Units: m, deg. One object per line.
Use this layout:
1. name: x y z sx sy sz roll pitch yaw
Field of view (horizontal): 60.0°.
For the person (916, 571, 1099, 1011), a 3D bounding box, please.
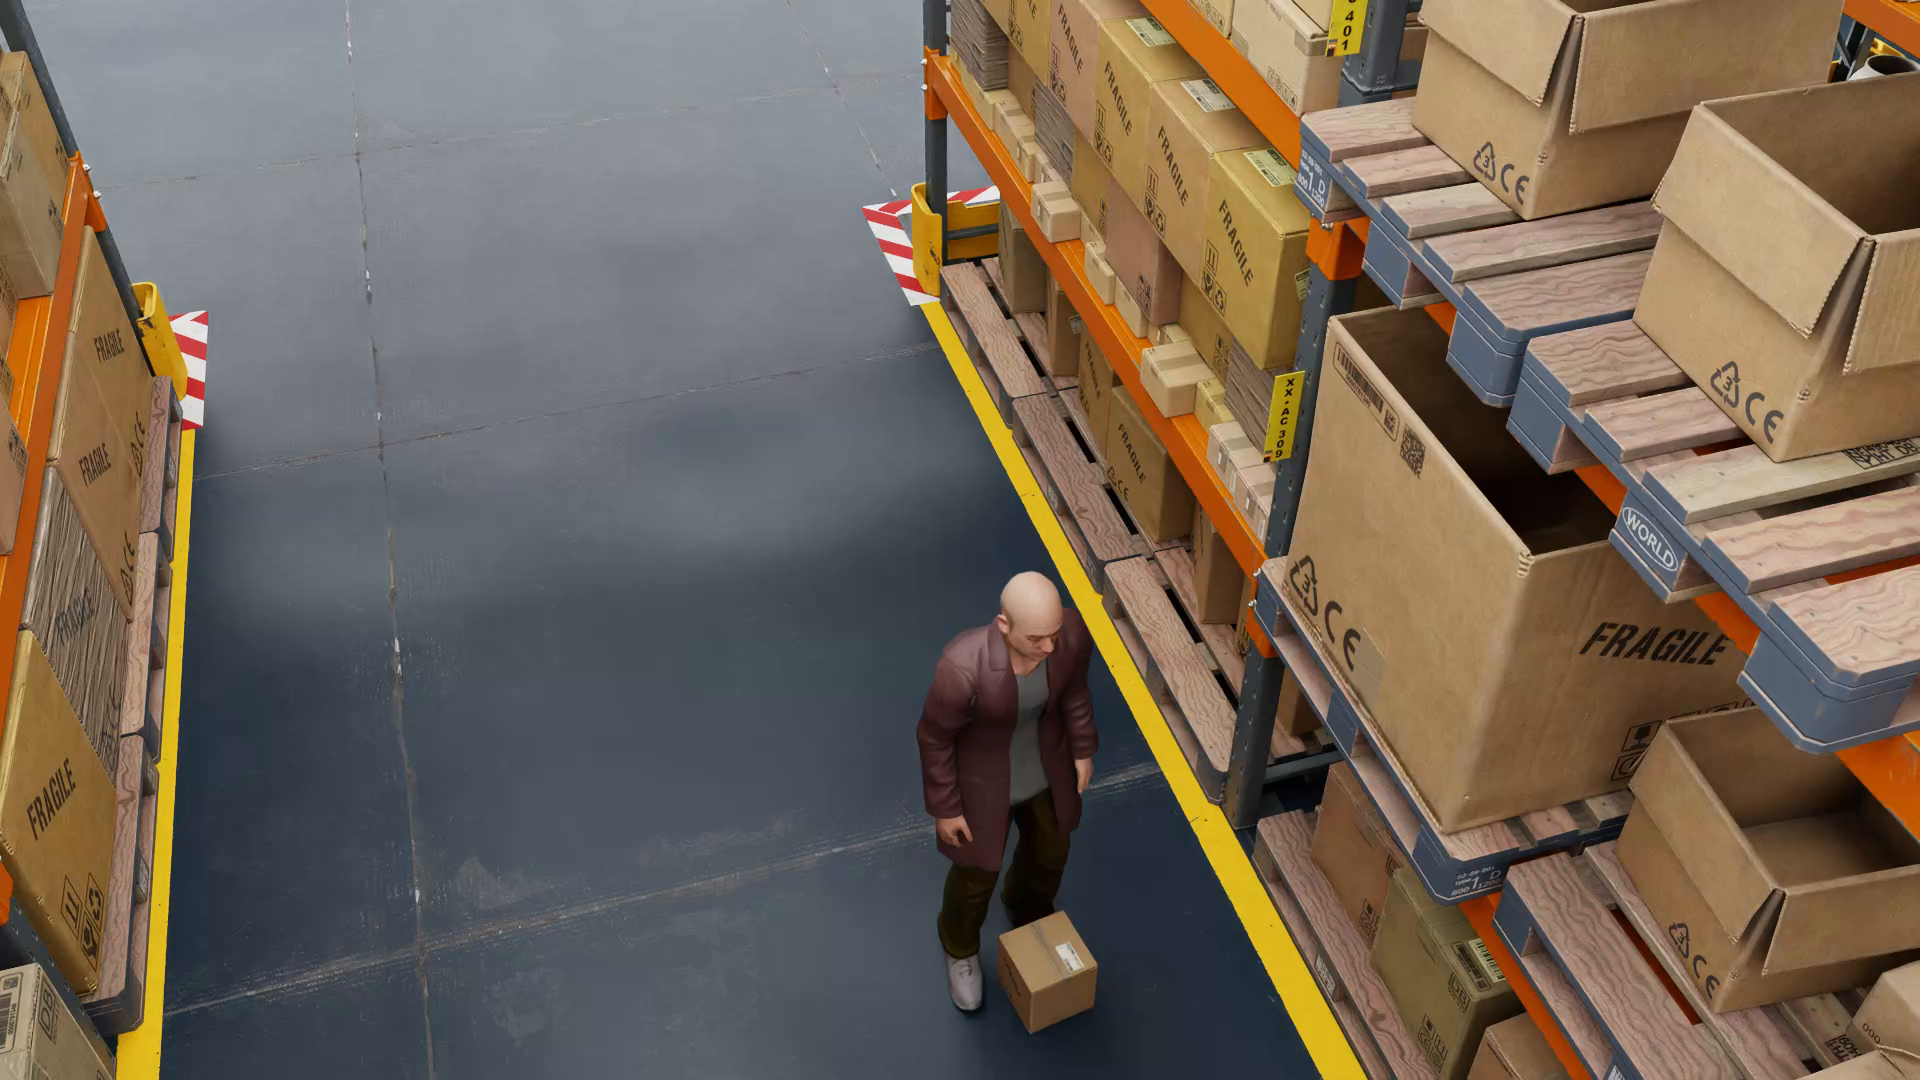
1. person: 0.167 0.762 5.315 0.625 1.773 0.430 -20 45 -21
